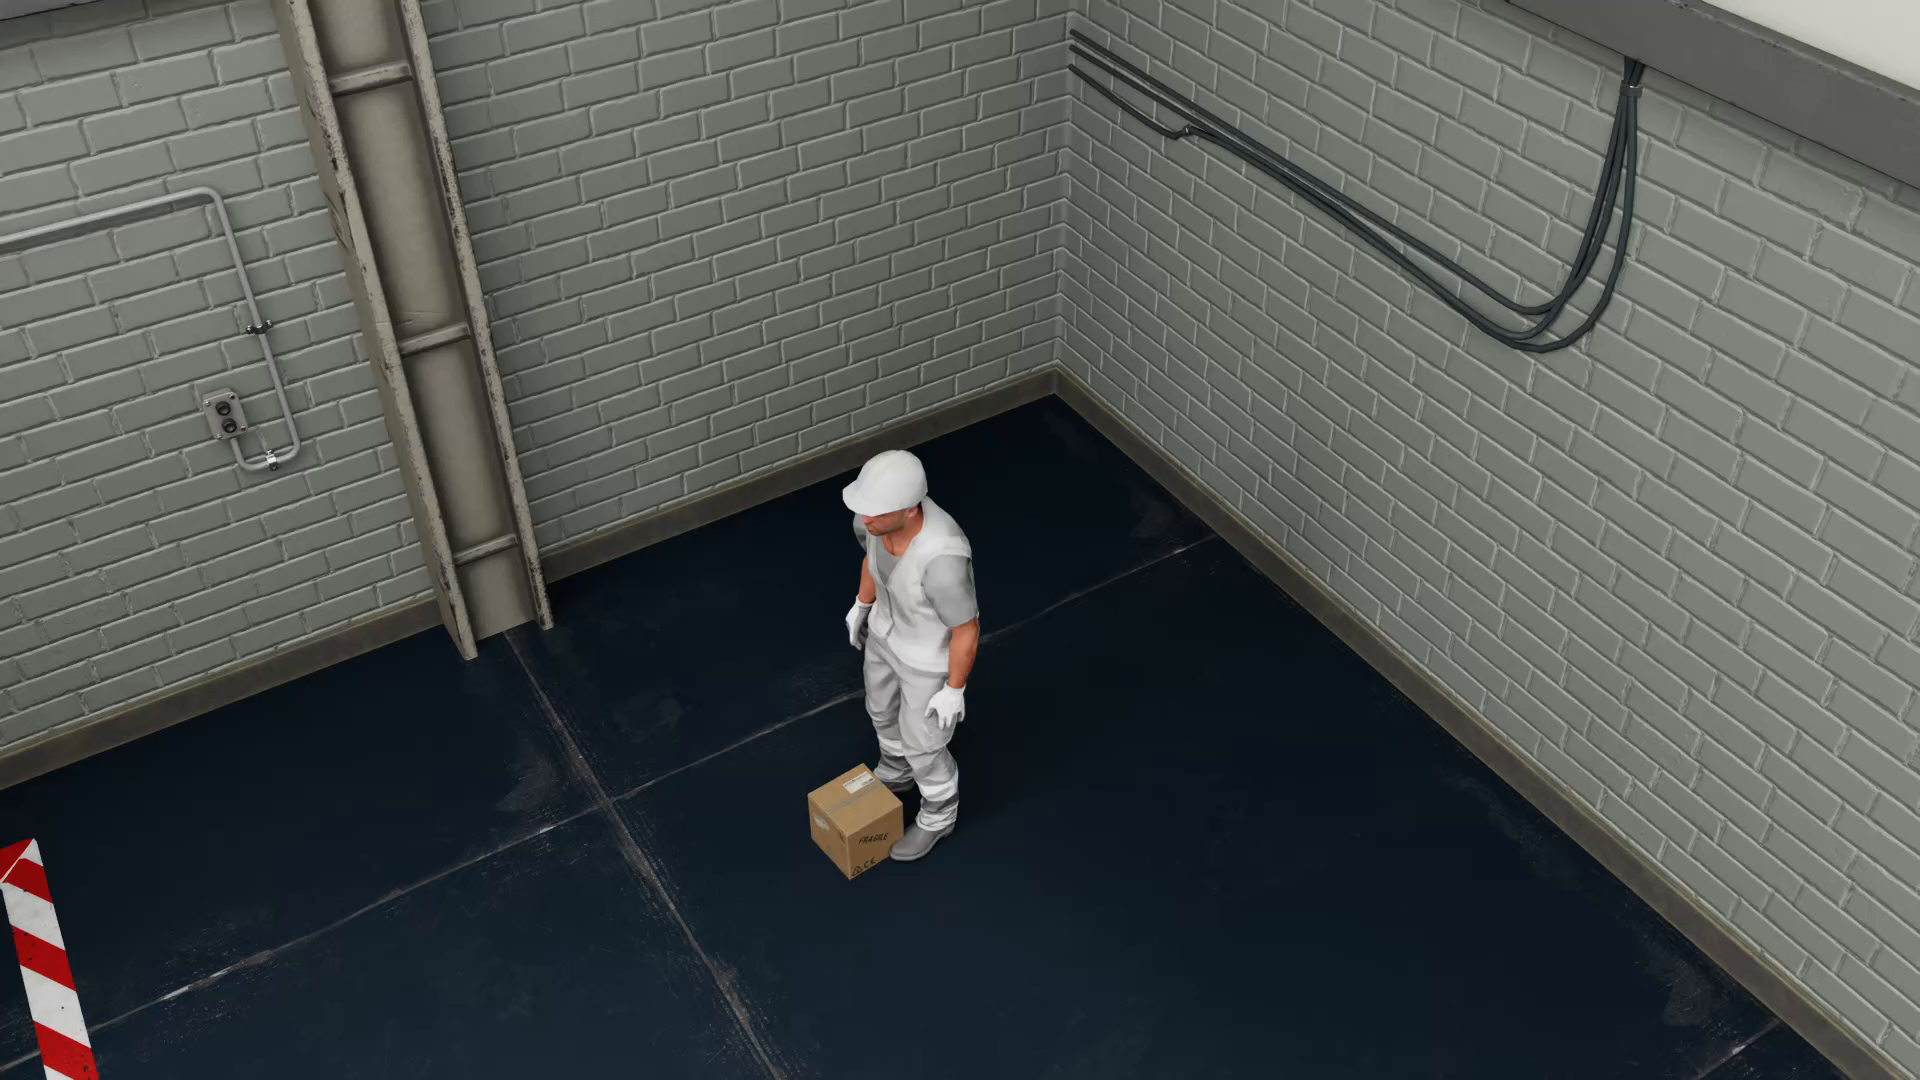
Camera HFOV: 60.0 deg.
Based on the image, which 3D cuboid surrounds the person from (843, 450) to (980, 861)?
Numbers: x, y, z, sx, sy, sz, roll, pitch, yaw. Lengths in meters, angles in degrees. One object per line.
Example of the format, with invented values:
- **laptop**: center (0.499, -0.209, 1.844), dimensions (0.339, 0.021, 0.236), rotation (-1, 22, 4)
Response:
- **person**: center (-0.179, 0.383, 5.696), dimensions (0.453, 1.778, 0.616), rotation (-25, 46, -27)
